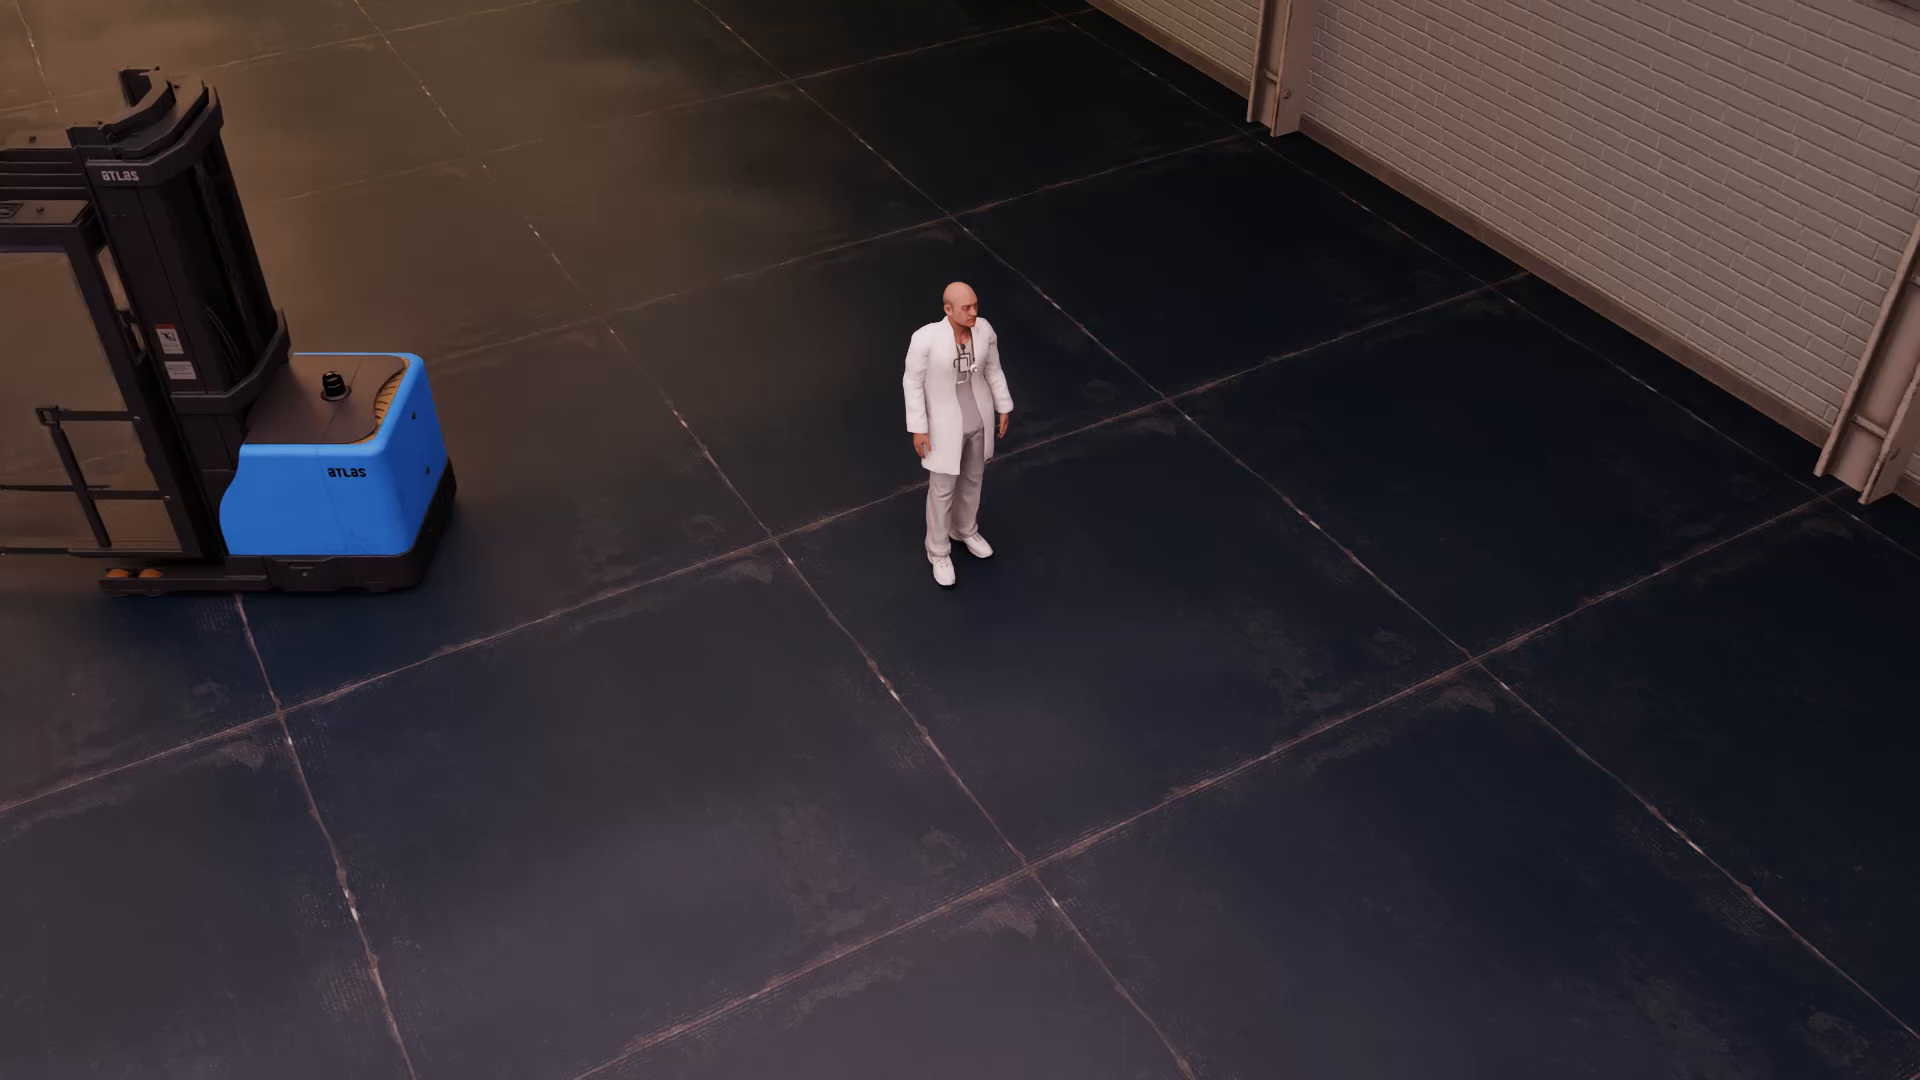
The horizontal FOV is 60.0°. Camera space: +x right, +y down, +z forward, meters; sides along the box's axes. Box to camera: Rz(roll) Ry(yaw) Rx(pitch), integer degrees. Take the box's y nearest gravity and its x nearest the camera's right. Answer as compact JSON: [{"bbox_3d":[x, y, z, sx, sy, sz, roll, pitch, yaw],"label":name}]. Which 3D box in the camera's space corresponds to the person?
[{"bbox_3d":[0.041,-0.639,9.698,0.696,1.776,0.581,-20,44,-23],"label":"person"}]

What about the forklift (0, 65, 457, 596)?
[{"bbox_3d":[-4.727,-1.130,9.399,3.031,2.935,1.130,0,40,0],"label":"forklift"}]
